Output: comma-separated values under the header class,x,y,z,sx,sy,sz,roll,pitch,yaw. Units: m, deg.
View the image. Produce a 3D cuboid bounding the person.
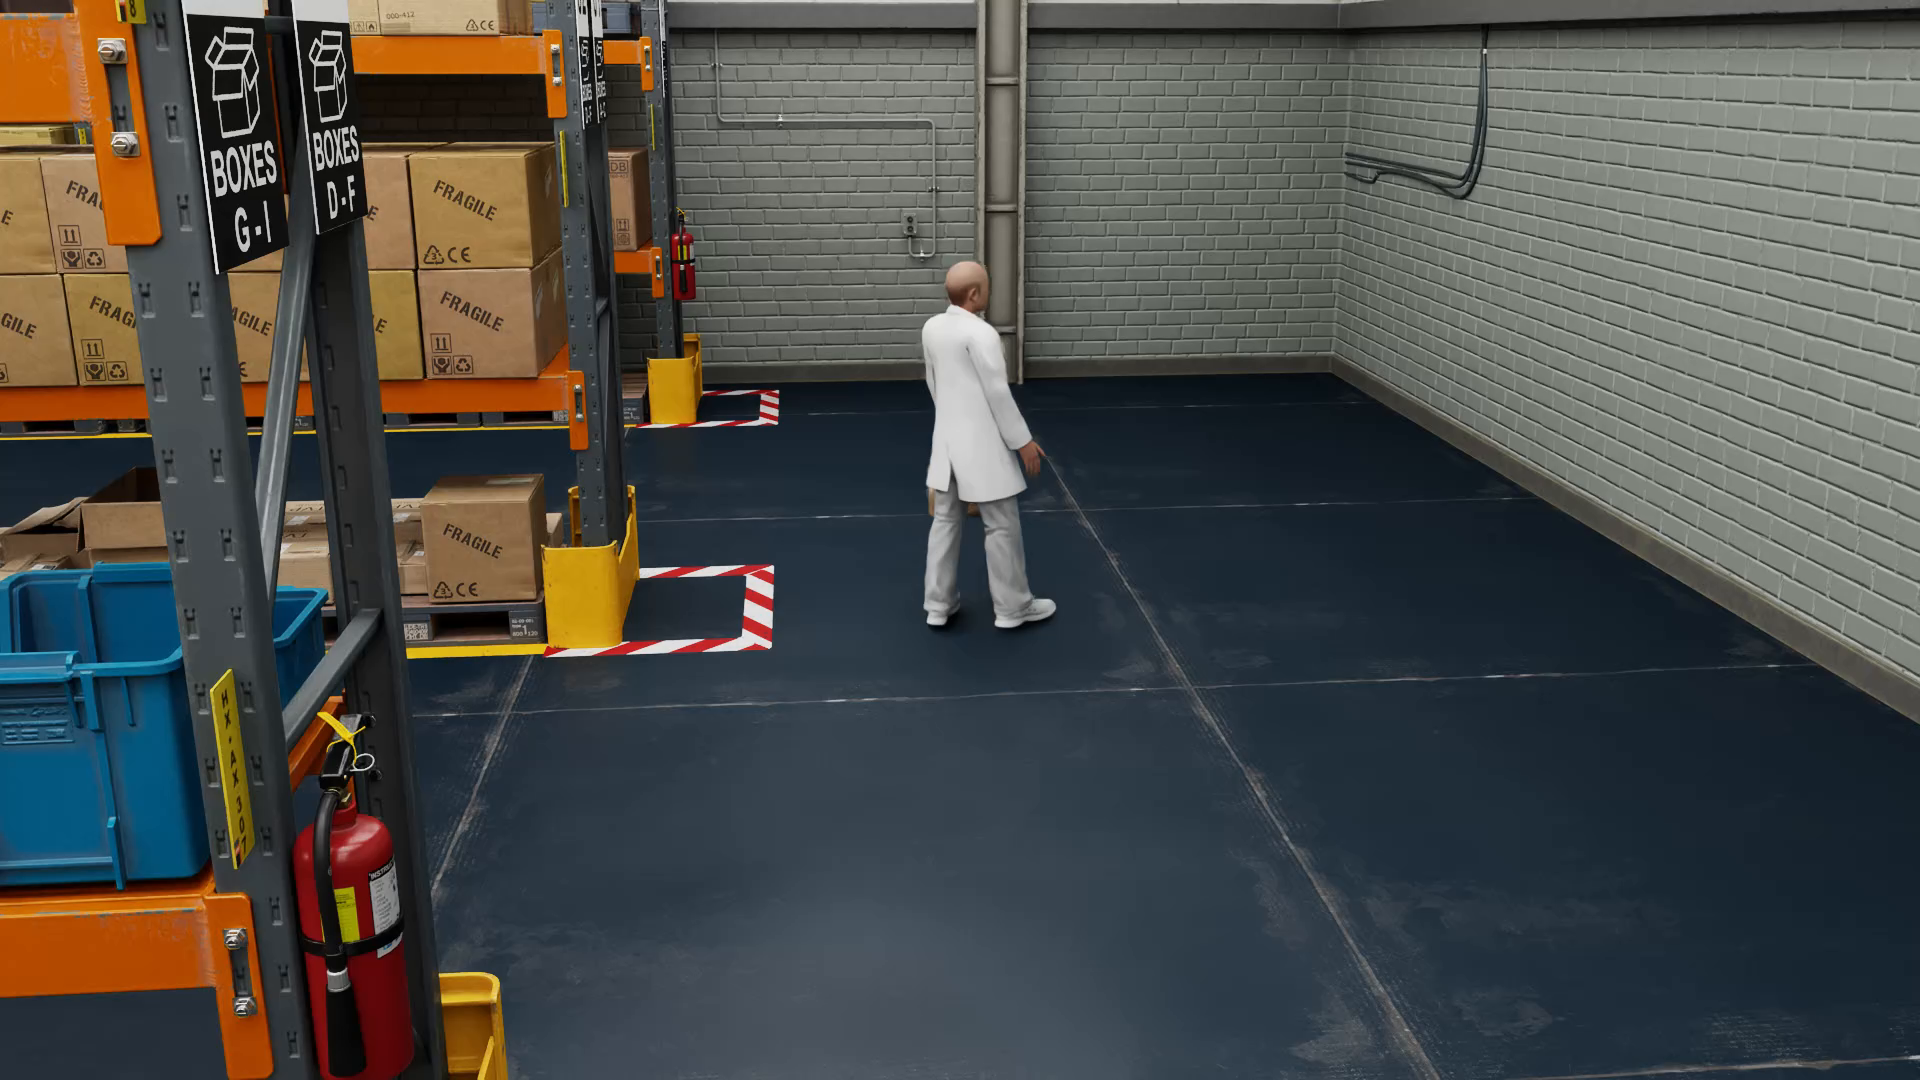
class,x,y,z,sx,sy,sz,roll,pitch,yaw
person,0.156,-0.452,8.022,0.667,1.772,0.706,-9,19,-28
